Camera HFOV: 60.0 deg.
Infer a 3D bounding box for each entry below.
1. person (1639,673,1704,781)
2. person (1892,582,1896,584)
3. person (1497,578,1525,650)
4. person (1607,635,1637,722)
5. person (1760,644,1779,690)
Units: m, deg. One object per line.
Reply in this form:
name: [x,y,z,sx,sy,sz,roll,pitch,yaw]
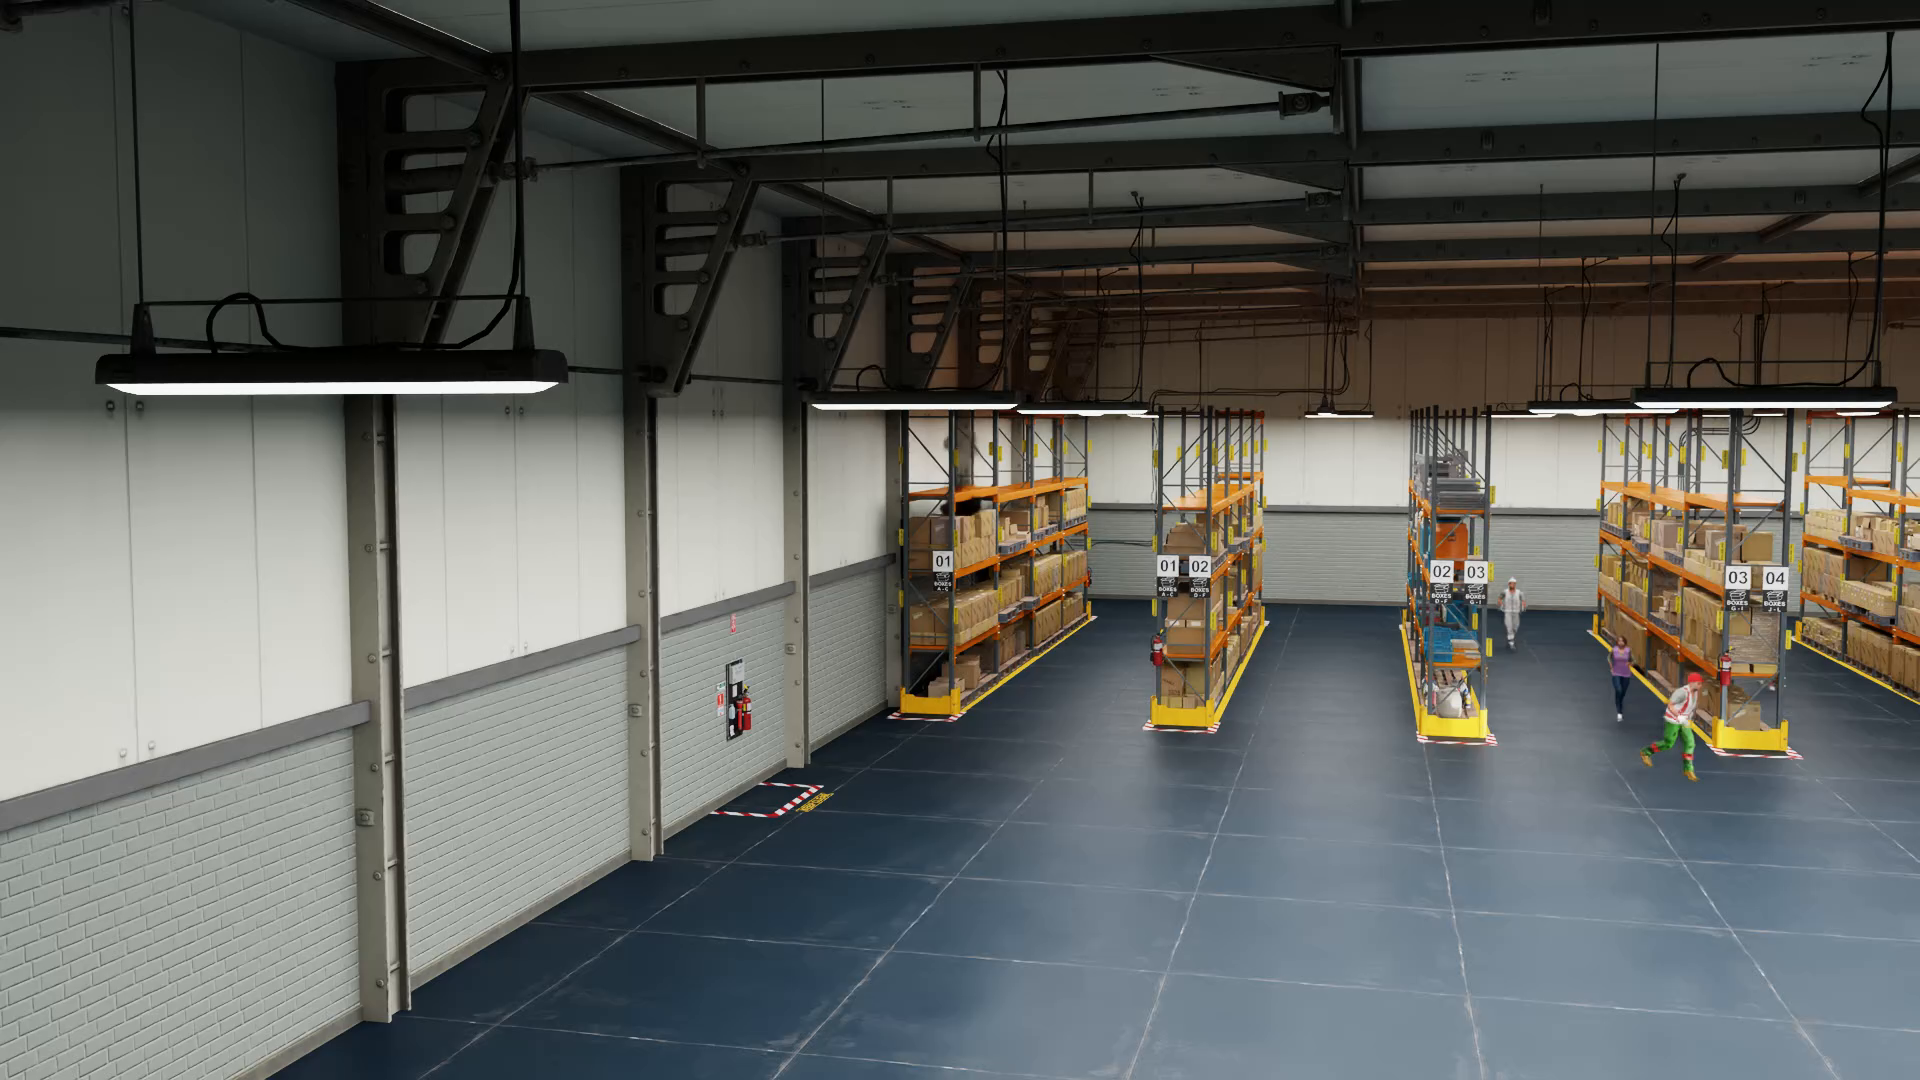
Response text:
person: [11.493,2.961,26.826,0.689,1.727,1.049,-4,6,-42]
person: [24.662,1.688,44.054,0.926,1.714,0.680,1,4,10]
person: [13.894,1.846,41.915,0.655,1.774,0.845,1,4,13]
person: [12.697,2.630,31.947,0.483,1.621,0.813,1,4,15]
person: [17.337,2.365,35.505,0.596,1.642,0.546,1,4,7]
